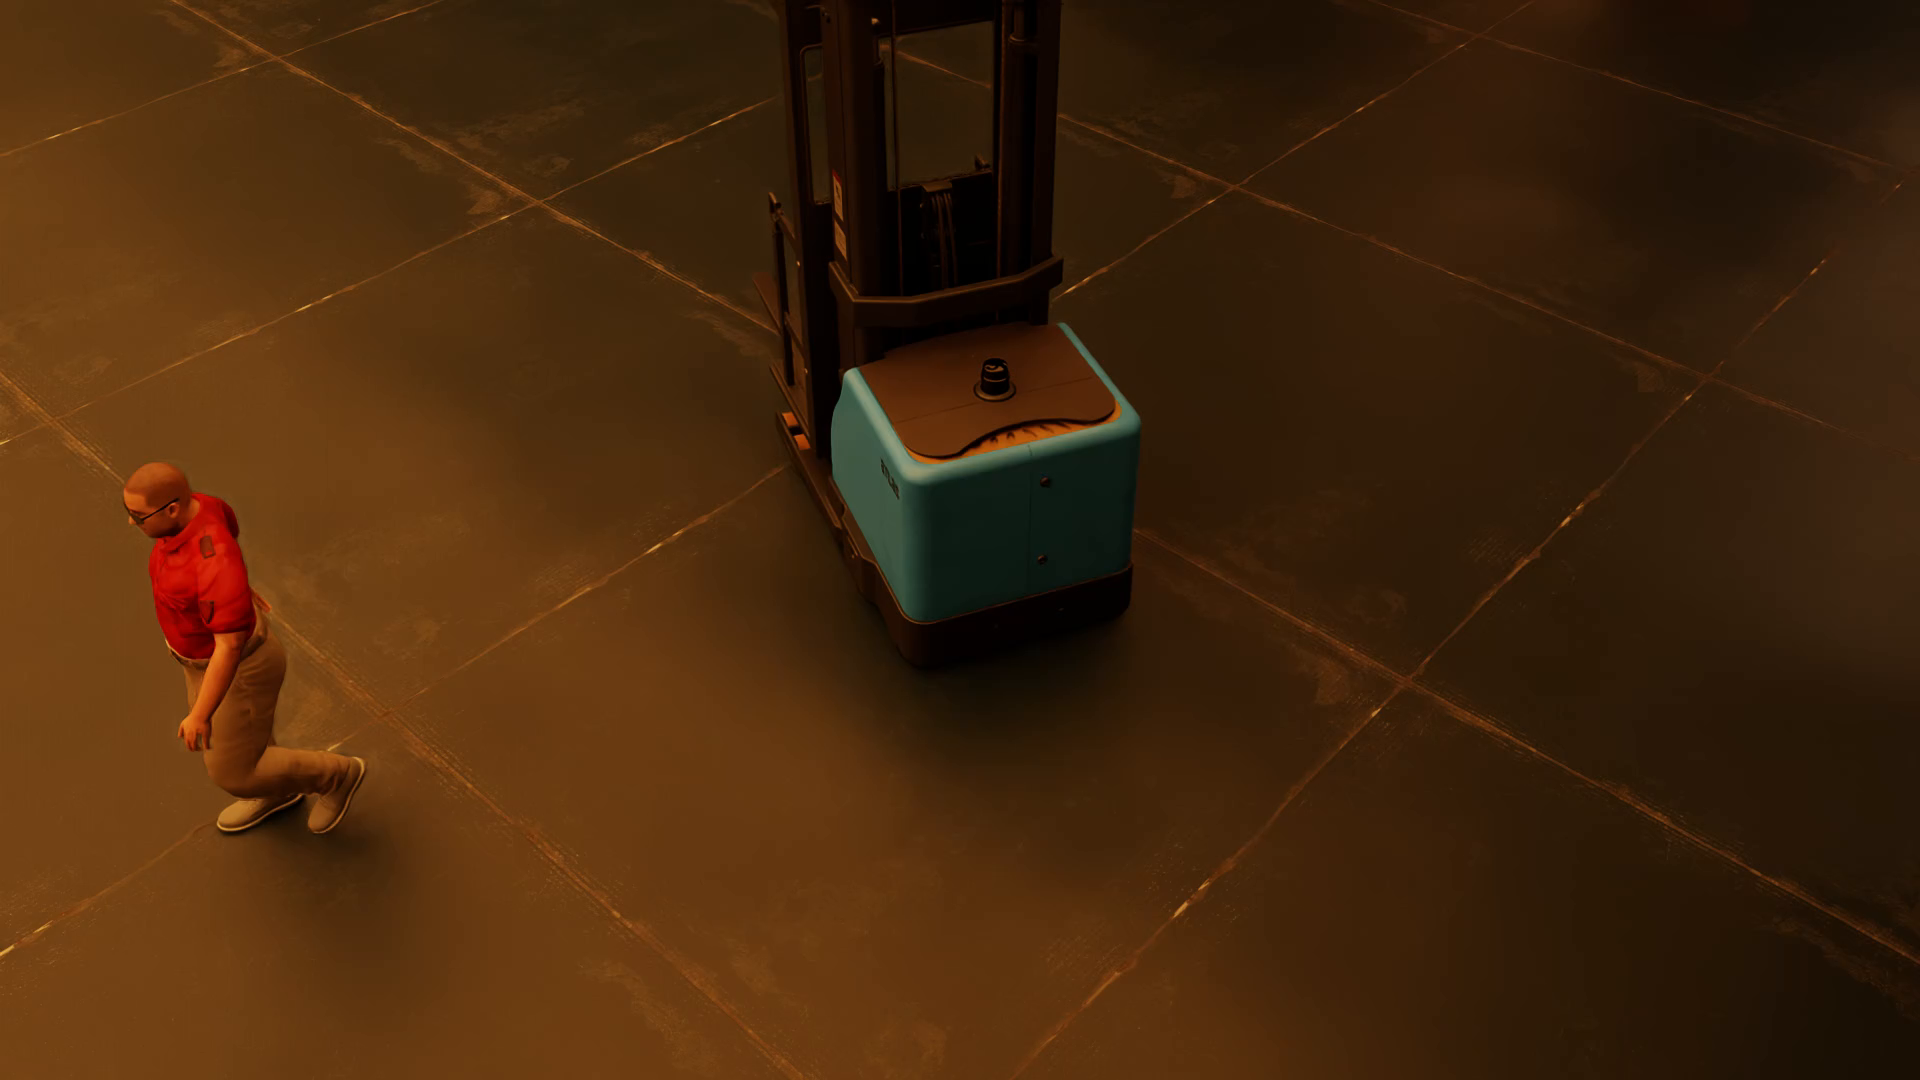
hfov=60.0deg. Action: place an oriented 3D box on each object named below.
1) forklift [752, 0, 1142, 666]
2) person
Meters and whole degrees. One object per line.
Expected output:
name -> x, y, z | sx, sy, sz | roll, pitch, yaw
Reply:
forklift -> -0.264, -1.554, 7.240 | 1.130, 2.935, 3.031 | -14, 43, -16
person -> -2.567, 0.409, 5.893 | 0.552, 1.709, 0.760 | -25, 46, -26
